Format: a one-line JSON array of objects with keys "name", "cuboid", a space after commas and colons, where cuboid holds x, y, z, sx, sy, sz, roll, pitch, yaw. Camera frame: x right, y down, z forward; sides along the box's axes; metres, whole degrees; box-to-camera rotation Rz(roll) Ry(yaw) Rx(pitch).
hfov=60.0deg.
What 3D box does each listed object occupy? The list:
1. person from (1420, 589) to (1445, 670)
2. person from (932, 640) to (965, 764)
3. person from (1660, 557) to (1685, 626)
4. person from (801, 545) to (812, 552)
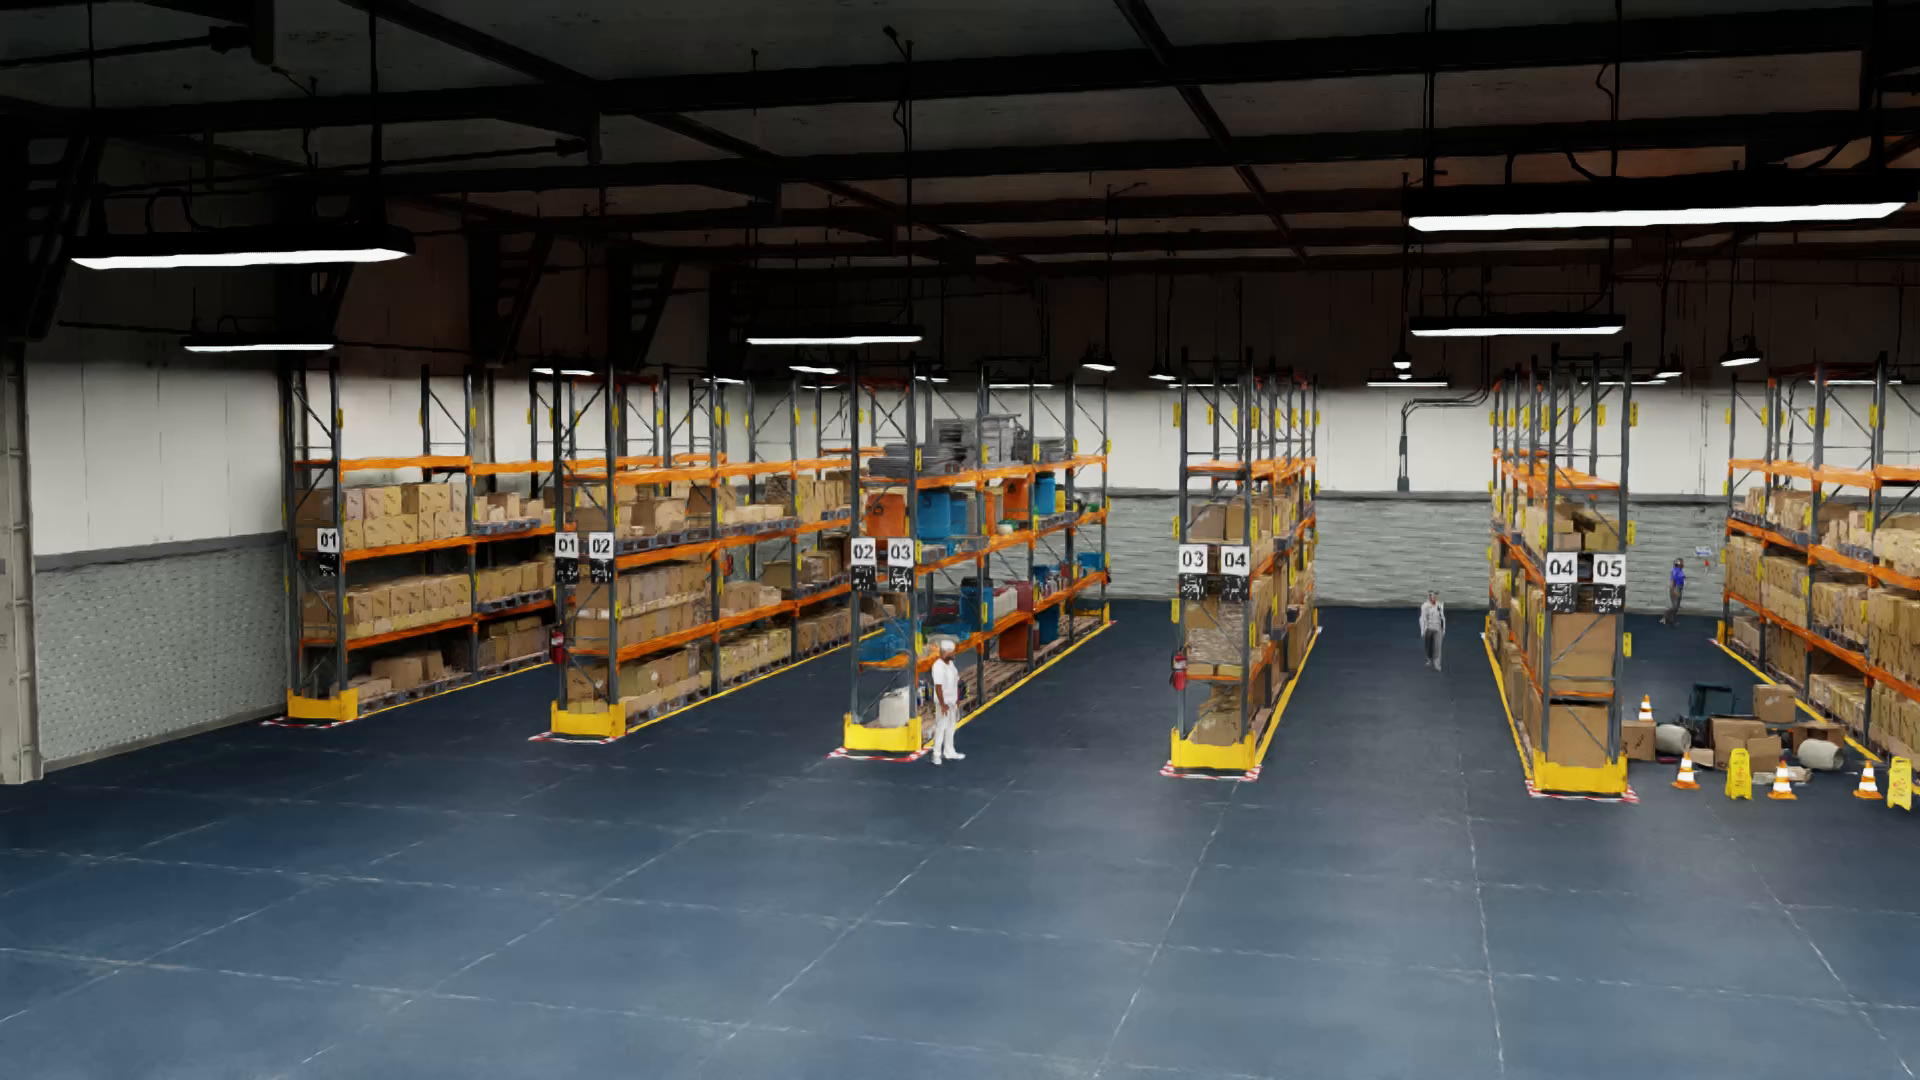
[{"name": "person", "cuboid": [9.407, 1.760, 33.112, 0.495, 1.587, 1.086, 1, 4, 17]}, {"name": "person", "cuboid": [-0.180, 2.328, 24.132, 0.380, 1.768, 0.703, 2, 4, 20]}, {"name": "person", "cuboid": [17.143, 1.233, 39.989, 0.626, 1.651, 0.440, -4, 6, -41]}, {"name": "person", "cuboid": [-4.024, 0.950, 43.846, 0.730, 1.652, 0.561, -3, 5, -39]}]
